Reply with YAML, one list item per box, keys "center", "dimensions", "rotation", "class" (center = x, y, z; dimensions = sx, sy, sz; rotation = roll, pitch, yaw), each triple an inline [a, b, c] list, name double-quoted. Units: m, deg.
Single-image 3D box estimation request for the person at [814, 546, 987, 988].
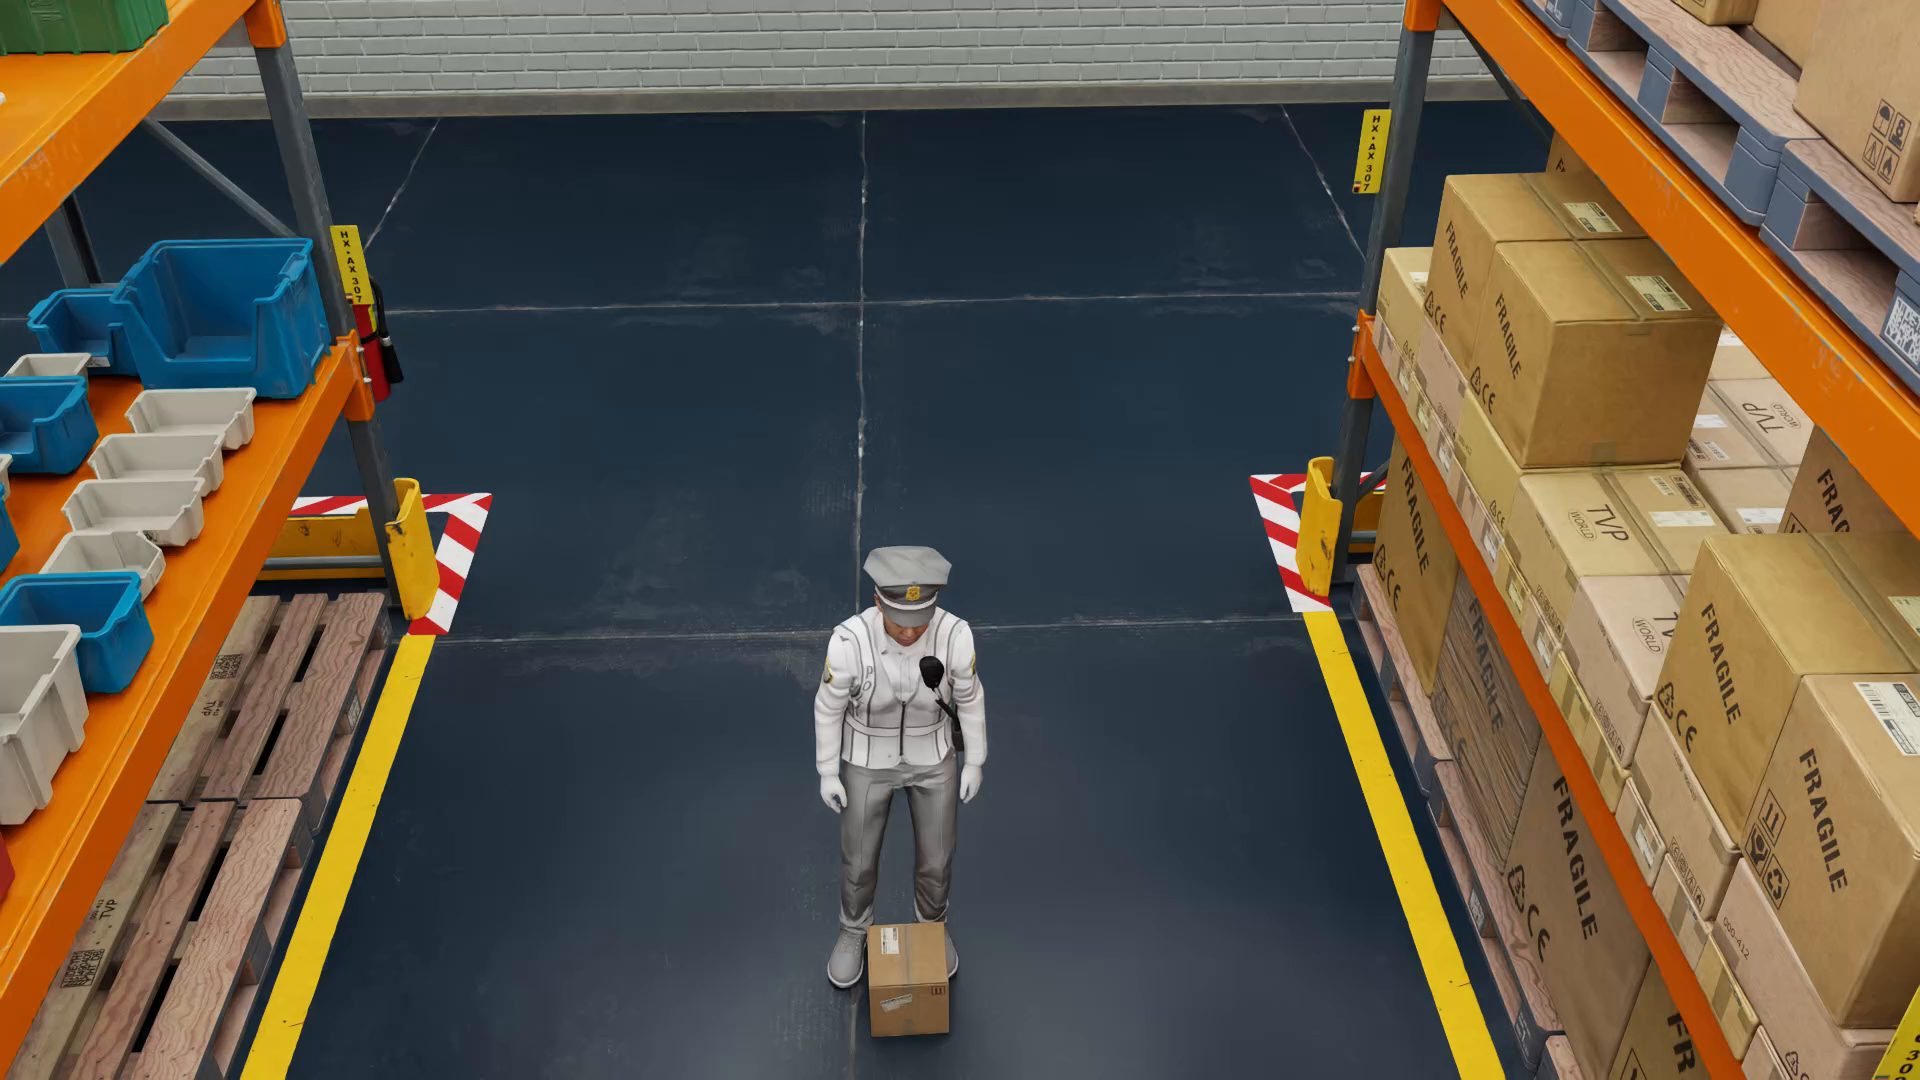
- center: [-0.182, 0.702, 5.157]
  dimensions: [0.539, 1.661, 0.374]
  rotation: [-4, 36, -5]
  class: "person"
